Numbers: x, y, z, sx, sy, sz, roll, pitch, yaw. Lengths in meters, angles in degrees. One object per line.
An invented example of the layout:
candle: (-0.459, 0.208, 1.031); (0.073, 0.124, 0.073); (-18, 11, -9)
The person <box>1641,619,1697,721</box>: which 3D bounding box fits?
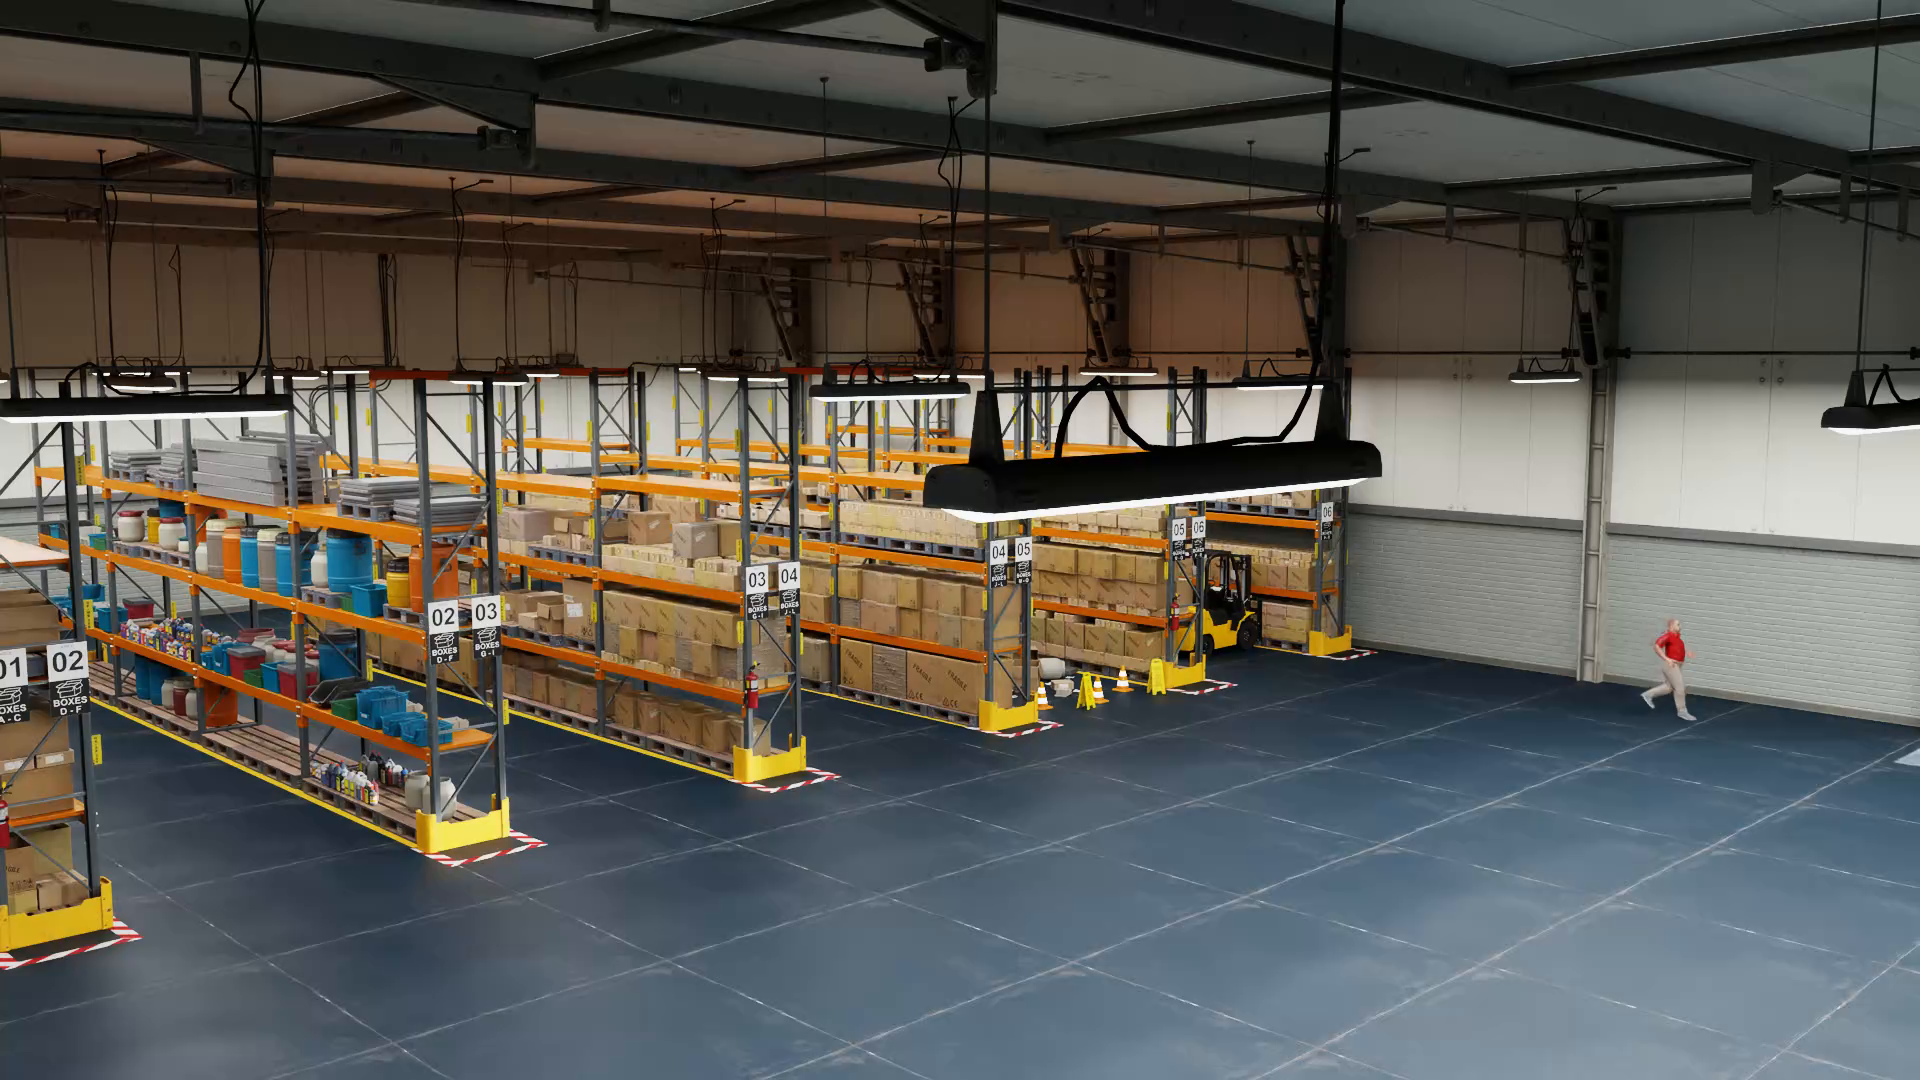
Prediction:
person: (12.343, 2.227, 28.897); (0.951, 1.737, 0.664); (5, 8, 35)
